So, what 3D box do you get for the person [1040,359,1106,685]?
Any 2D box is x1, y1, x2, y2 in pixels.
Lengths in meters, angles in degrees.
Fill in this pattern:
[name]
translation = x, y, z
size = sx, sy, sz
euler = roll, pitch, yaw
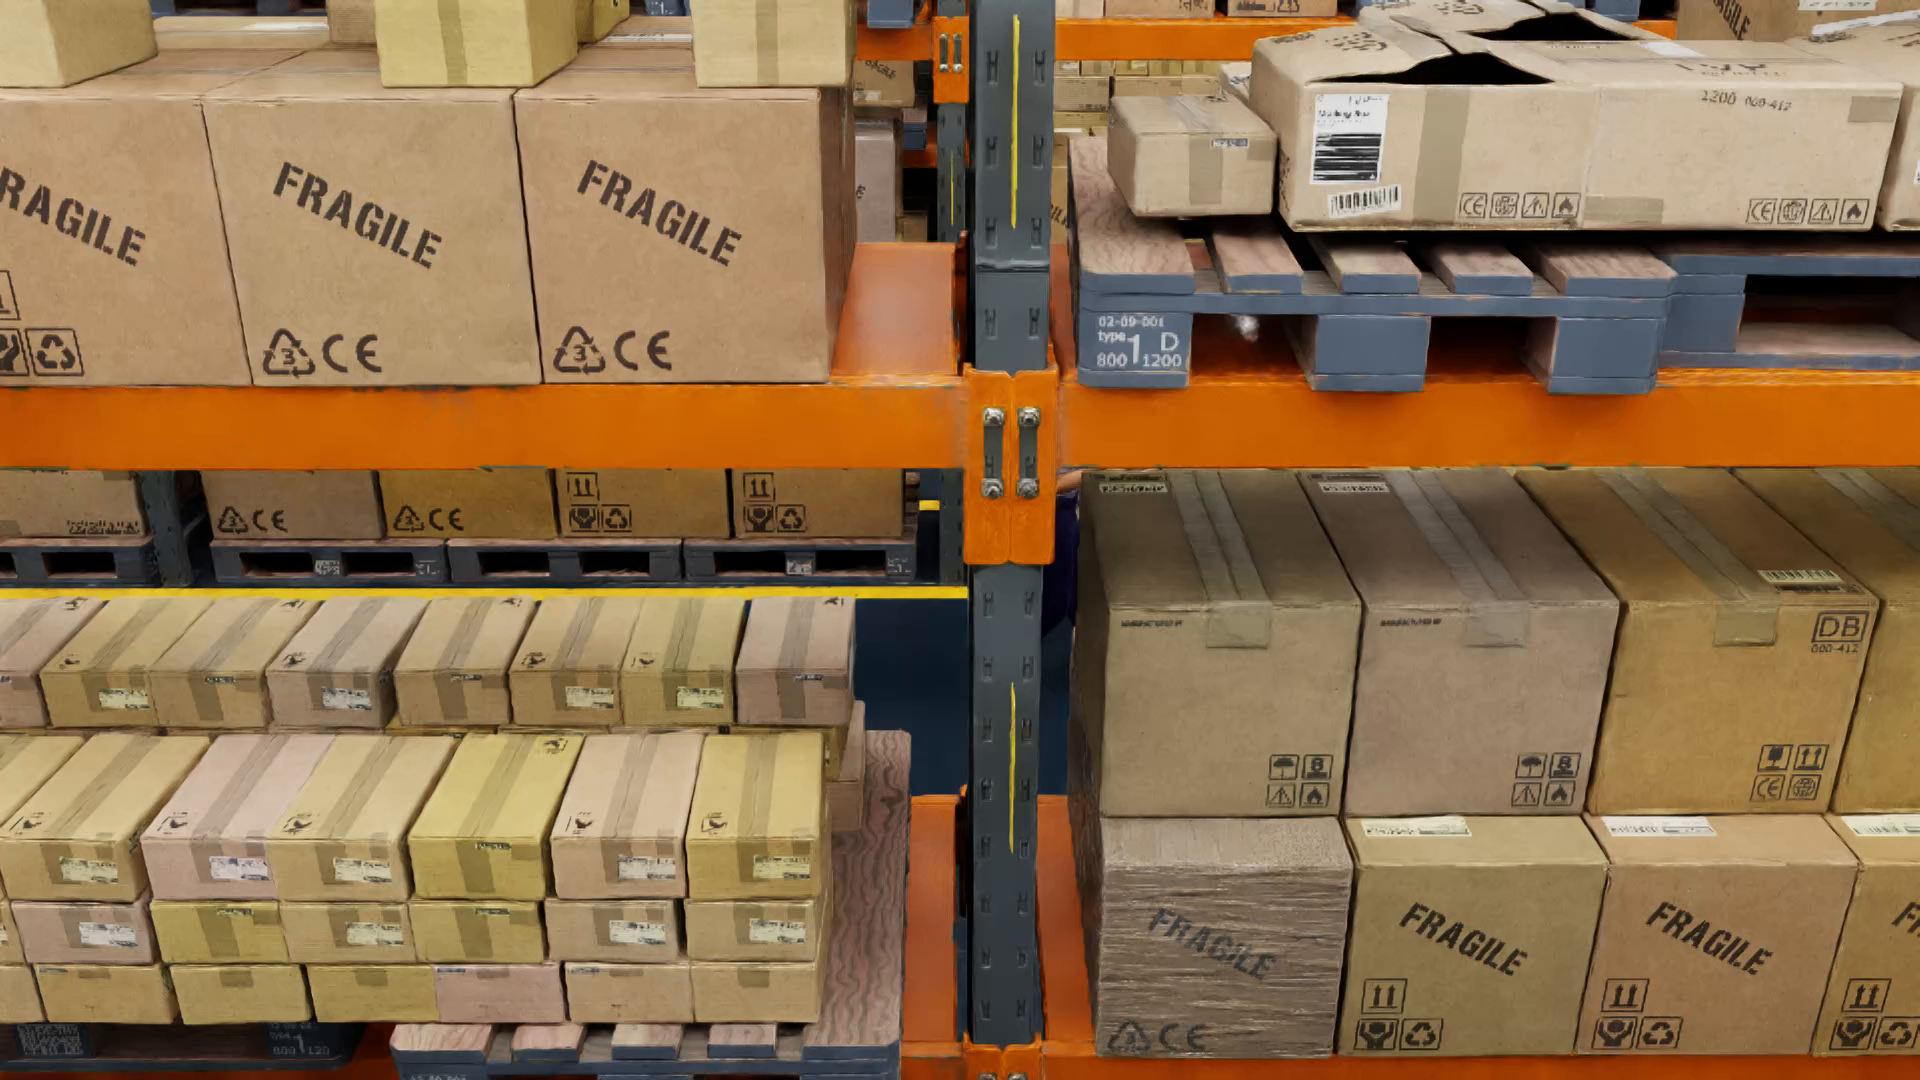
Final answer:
[person]
translation = 0.455, -0.063, 7.310
size = 0.799, 1.626, 0.566
euler = 0, 24, -1
